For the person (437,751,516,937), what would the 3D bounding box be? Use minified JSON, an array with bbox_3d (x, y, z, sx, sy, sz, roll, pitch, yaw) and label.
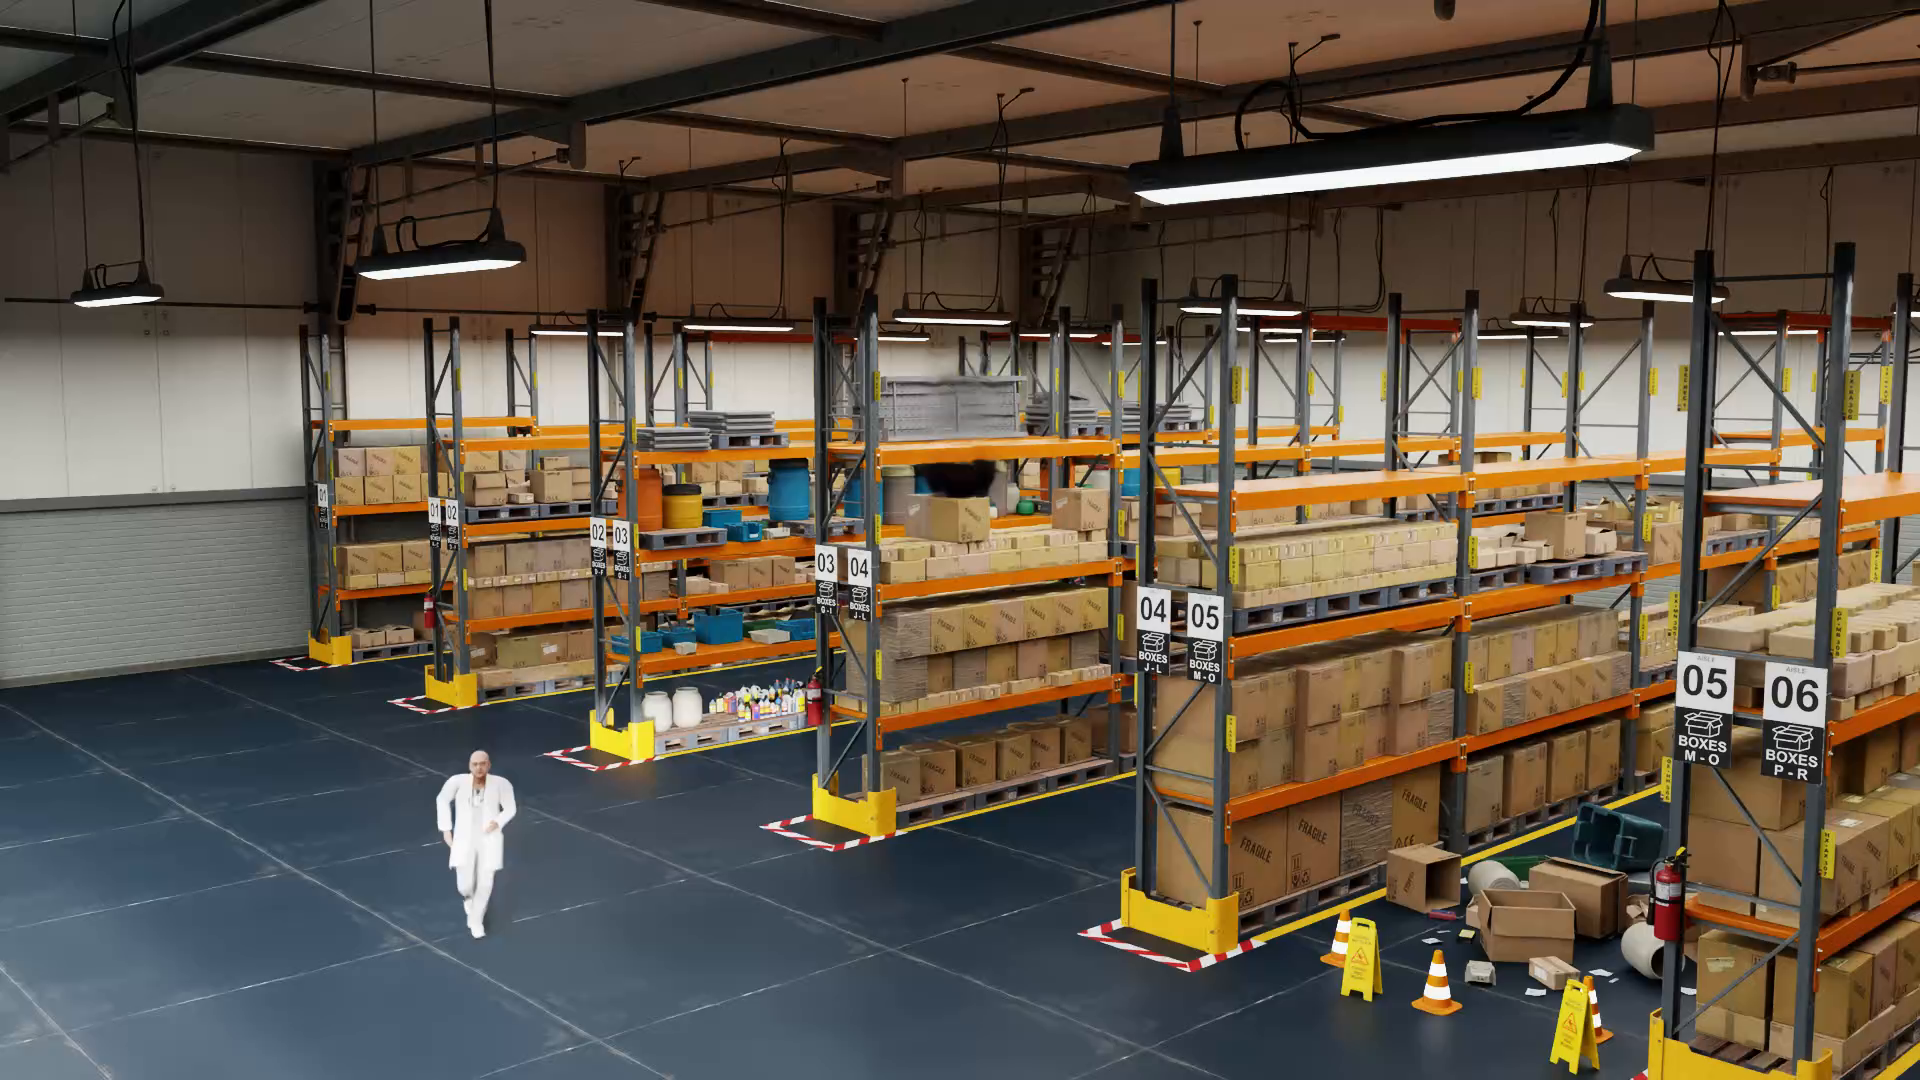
[{"bbox_3d":[-4.418,2.777,15.214,0.702,1.730,0.671,-1,6,-14],"label":"person"}]
